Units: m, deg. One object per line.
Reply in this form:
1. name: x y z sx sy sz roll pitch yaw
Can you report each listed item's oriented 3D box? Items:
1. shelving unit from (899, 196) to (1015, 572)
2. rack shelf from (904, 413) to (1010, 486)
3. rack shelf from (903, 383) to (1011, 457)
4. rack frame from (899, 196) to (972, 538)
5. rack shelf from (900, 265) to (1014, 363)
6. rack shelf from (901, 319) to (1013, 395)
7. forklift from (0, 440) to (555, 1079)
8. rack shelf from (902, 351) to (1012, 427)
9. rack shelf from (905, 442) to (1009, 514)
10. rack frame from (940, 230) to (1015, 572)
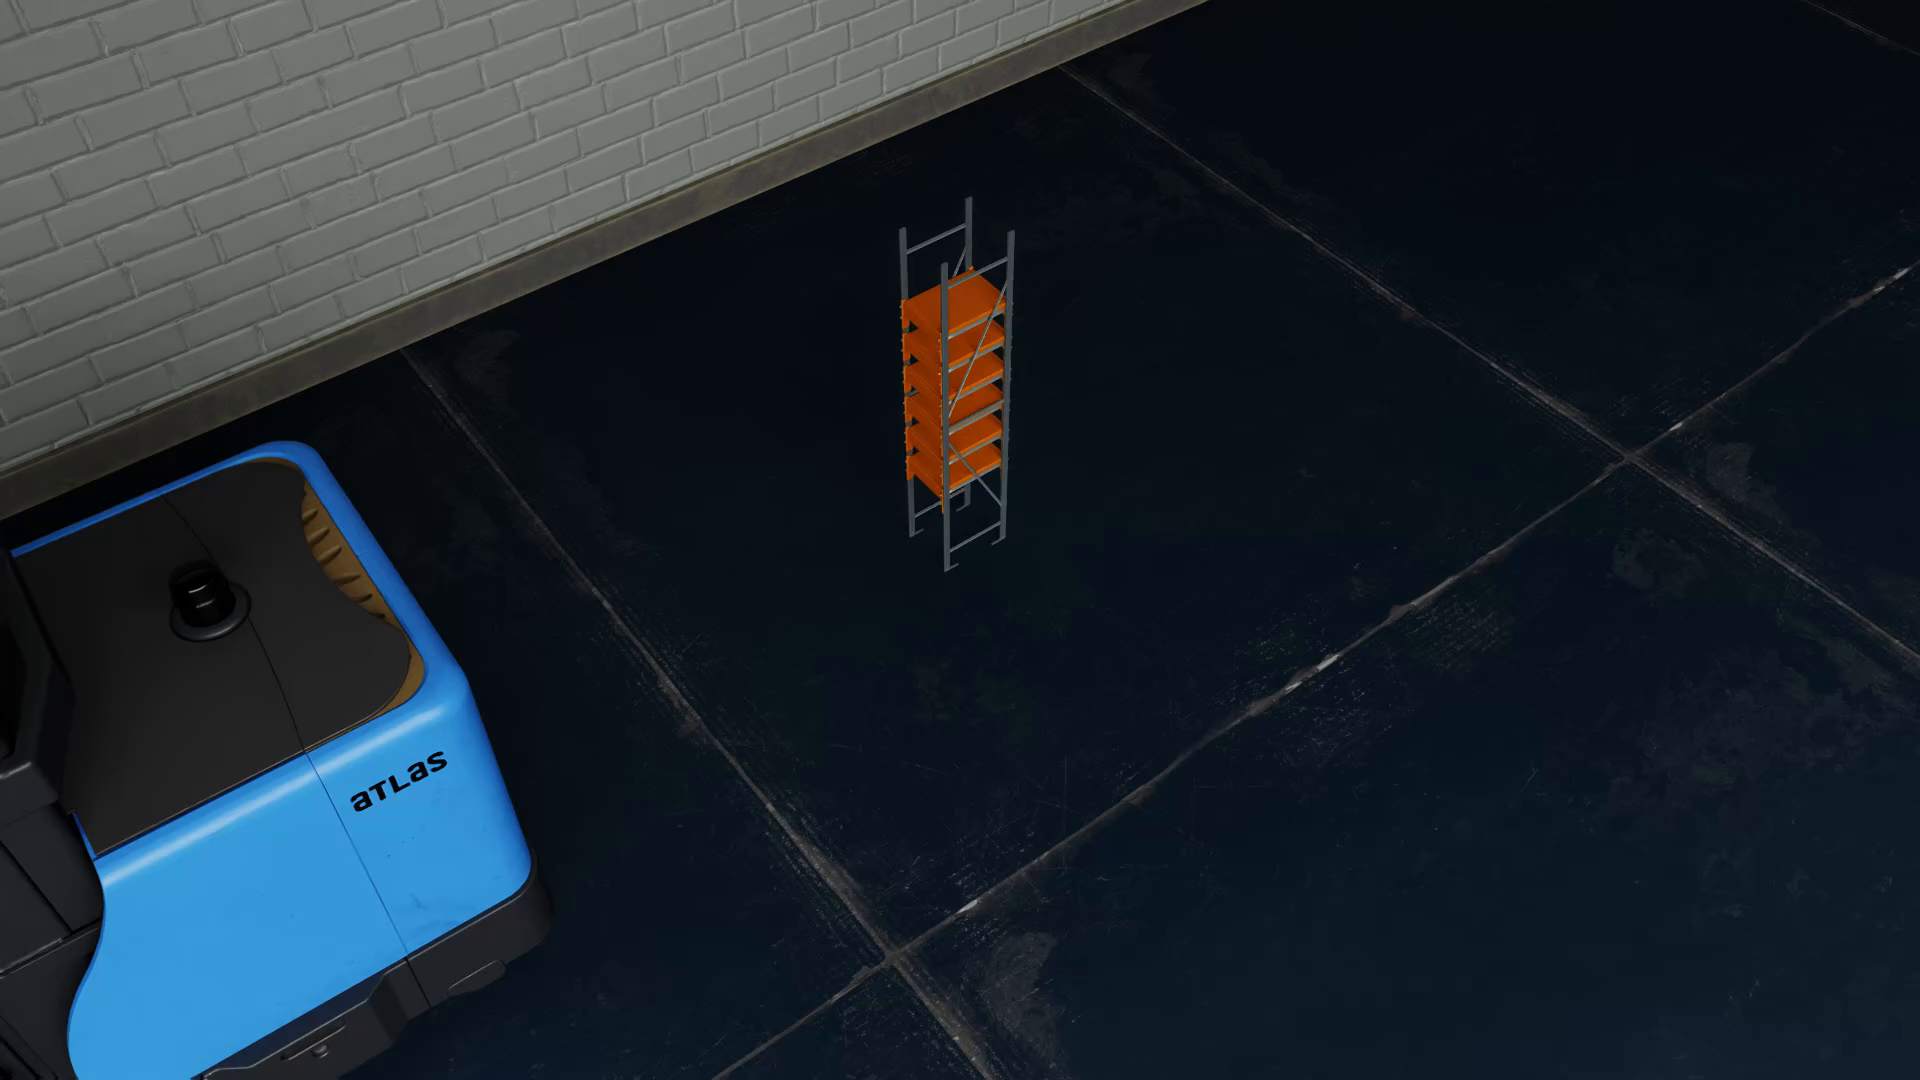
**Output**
1. shelving unit: -0.009 -0.412 4.813 0.258 1.200 0.189 -29 54 -24
2. rack shelf: -0.009 -0.301 4.935 0.258 0.103 0.180 -29 54 -24
3. rack shelf: -0.009 -0.382 4.846 0.258 0.103 0.180 -29 54 -24
4. rack frame: -0.064 -0.465 4.862 0.240 1.200 0.006 -29 54 -24
5. rack shelf: -0.009 -0.623 4.579 0.258 0.103 0.180 -29 54 -24
6. rack shelf: -0.009 -0.543 4.668 0.258 0.103 0.180 -29 54 -24
7. forklift: -2.532 0.400 2.909 3.031 2.935 1.130 -28 54 -23
8. rack shelf: -0.009 -0.462 4.757 0.258 0.103 0.180 -29 54 -24
9. rack shelf: -0.009 -0.220 5.024 0.258 0.103 0.180 -29 54 -24
10. rack frame: 0.047 -0.358 4.764 0.240 1.200 0.006 -29 54 -24
